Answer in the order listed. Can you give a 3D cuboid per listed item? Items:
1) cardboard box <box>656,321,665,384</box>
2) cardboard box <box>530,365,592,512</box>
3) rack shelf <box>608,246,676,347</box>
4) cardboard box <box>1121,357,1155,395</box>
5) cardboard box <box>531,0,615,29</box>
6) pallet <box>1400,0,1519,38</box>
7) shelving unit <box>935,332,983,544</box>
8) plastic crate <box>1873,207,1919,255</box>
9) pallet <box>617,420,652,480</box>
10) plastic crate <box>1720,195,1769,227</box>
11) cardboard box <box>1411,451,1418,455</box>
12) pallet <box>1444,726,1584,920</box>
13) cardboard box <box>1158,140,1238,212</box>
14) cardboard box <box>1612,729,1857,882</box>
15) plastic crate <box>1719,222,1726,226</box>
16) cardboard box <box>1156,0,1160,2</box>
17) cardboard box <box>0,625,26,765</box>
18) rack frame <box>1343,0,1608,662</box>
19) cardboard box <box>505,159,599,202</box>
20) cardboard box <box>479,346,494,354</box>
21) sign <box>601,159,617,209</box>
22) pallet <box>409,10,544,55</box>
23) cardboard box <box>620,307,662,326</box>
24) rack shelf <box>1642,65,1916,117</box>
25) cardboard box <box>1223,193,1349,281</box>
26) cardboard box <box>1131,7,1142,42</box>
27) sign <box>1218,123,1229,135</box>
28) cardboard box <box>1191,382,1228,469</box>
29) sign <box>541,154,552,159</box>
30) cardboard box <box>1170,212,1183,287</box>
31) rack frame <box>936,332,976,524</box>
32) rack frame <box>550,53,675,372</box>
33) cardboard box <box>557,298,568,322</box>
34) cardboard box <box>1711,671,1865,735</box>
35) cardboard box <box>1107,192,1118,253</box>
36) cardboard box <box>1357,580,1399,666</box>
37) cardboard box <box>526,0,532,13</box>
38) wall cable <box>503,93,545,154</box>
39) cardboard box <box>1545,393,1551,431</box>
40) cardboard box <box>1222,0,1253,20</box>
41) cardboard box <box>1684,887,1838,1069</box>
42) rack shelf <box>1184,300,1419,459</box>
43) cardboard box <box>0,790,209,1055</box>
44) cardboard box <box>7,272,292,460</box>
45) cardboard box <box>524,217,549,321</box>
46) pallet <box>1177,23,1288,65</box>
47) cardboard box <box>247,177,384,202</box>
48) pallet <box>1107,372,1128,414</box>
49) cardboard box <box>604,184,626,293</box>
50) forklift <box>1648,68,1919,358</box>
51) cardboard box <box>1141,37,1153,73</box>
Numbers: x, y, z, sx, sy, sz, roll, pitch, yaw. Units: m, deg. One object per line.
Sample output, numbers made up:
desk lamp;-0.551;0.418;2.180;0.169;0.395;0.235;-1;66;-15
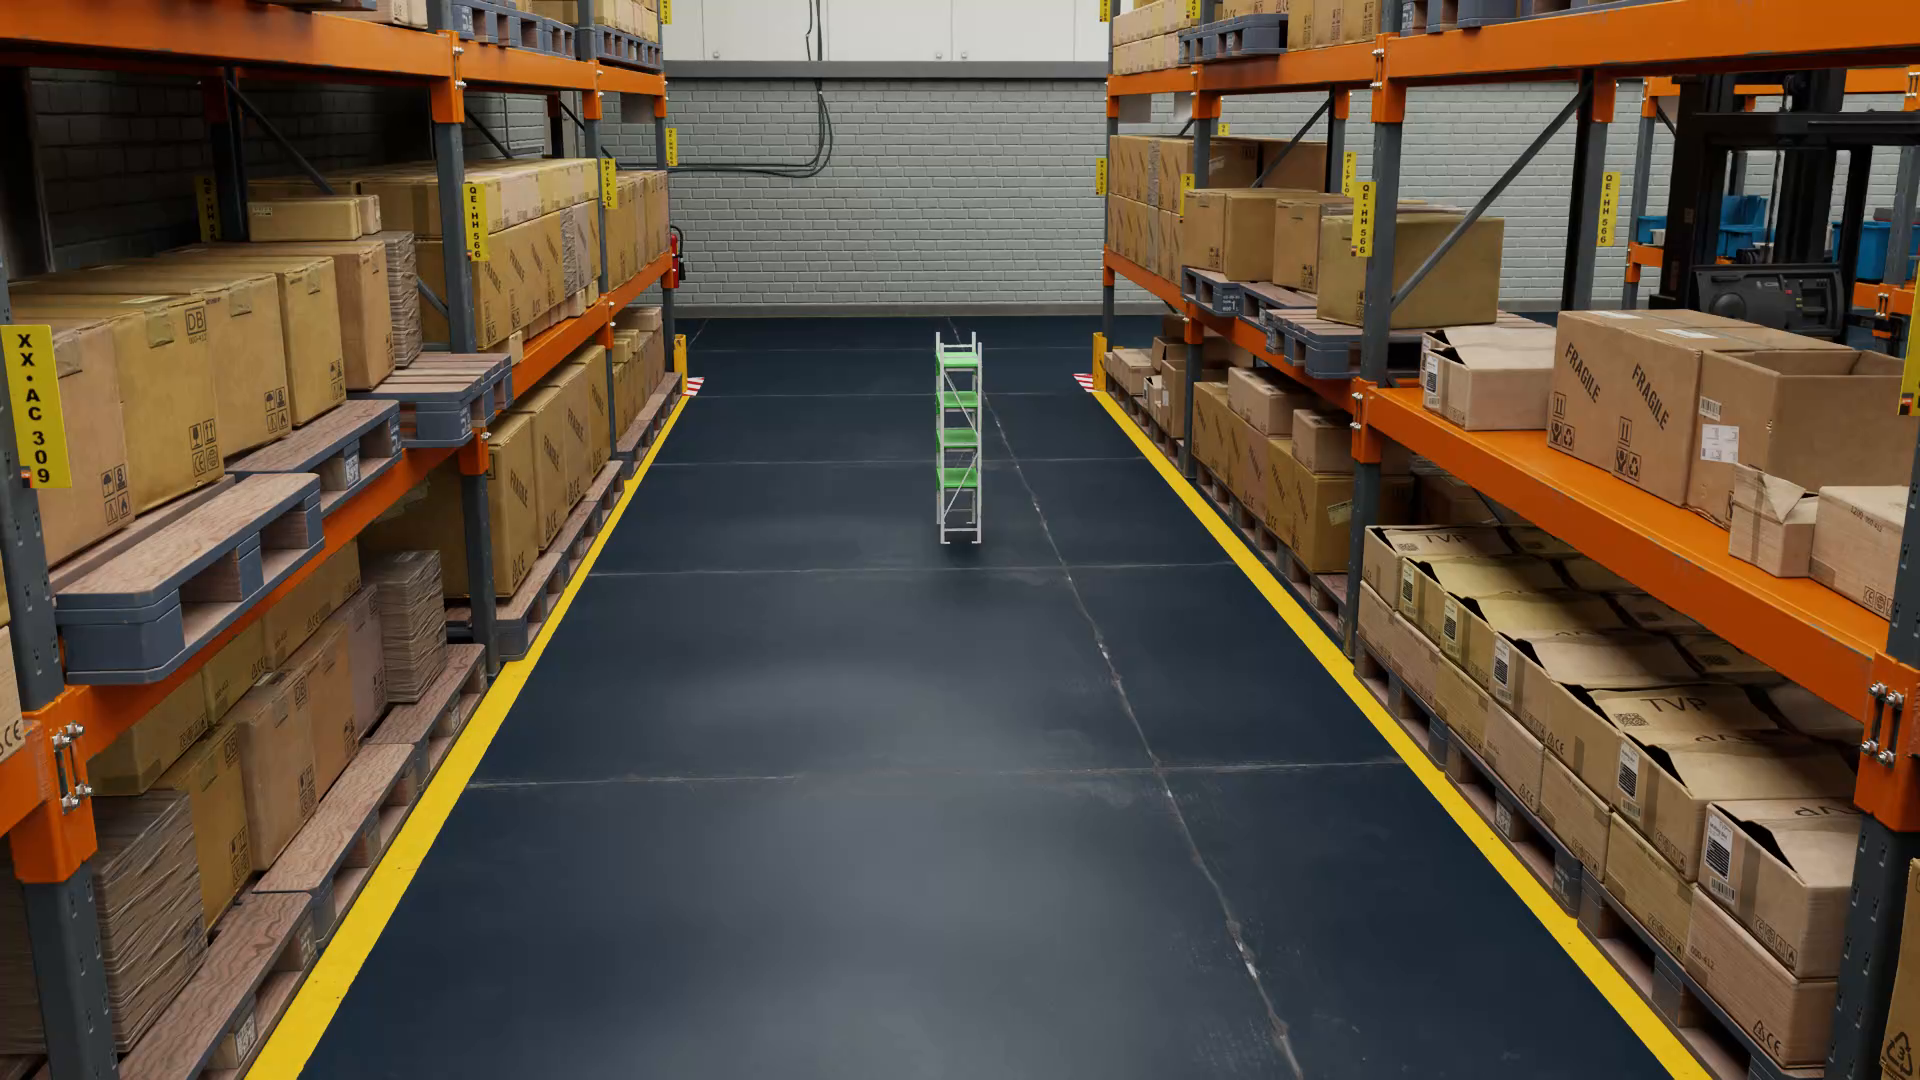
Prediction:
cardboard box;-2.970;-1.637;14.542;0.700;0.500;0.500;-1;14;-3
cardboard box;-2.637;-0.603;9.823;0.750;0.750;0.750;0;14;-2
rack shelf;-2.989;-1.971;13.110;1.077;0.370;4.000;-1;14;-3
cardboard box;1.643;-1.387;14.033;0.500;0.250;0.500;-1;14;-3
cardboard box;-2.645;-3.629;11.351;0.500;0.250;0.500;-1;14;-4
pallet;2.458;-2.098;6.520;1.213;0.211;1.003;0;14;-1
shelving unit;-0.010;-0.622;10.037;0.258;1.200;0.503;-1;14;-3
plastic crate;7.218;-2.261;12.544;0.402;0.464;0.583;-1;14;-3
pallet;-2.834;-0.662;12.174;1.003;0.211;1.213;-1;14;-3
plastic crate;6.982;-2.935;15.223;0.616;0.435;0.499;-1;14;-3
cardboard box;2.519;-0.279;9.226;0.500;0.500;0.500;-1;14;-4
pallet;2.411;0.954;5.894;1.003;0.211;1.213;-1;14;-3
cardboard box;1.754;-2.681;12.219;0.500;0.500;0.500;-1;14;-5
cardboard box;2.225;0.722;4.752;0.500;0.311;0.500;0;14;-2
plastic crate;6.502;-2.687;14.666;0.416;0.233;0.300;-1;14;-3
cardboard box;1.901;-4.378;12.793;0.700;0.500;0.500;-1;14;-3
cardboard box;-2.038;0.344;2.931;0.500;0.250;0.500;-1;14;-3
rack frame;2.326;-0.904;7.521;1.000;3.000;0.127;-1;14;-3
cardboard box;-2.581;-2.275;10.505;0.500;0.250;0.500;-1;14;-2
cardboard box;-2.414;-0.863;7.825;0.380;0.149;0.250;-1;14;-3
sign;-2.324;-2.355;10.994;0.100;0.325;0.005;-1;14;-3
pallet;-2.783;-2.626;8.570;1.003;0.211;1.213;0;14;-1
cardboard box;-2.780;-1.922;14.348;0.380;0.149;0.250;-1;14;-4
rack shelf;6.899;-3.576;13.330;1.077;0.370;4.000;-1;14;-3
cardboard box;1.991;-1.860;10.191;0.700;0.500;0.500;1;14;5
cardboard box;1.664;-4.136;13.358;0.500;0.250;0.500;-1;14;-3
sign;2.386;-3.611;15.084;0.100;0.325;0.005;-1;14;-3
cardboard box;1.865;-0.778;11.162;0.500;0.500;0.500;-2;15;-6
sign;-3.667;-3.267;14.808;0.100;0.325;0.005;-1;14;-3
cardboard box;1.792;-2.068;11.843;0.500;0.500;0.500;-1;14;-3
rack frame;-0.025;-0.683;10.273;0.240;1.200;0.015;-1;14;-3
rack frame;-3.113;-2.816;14.953;1.000;3.000;0.127;-1;14;-3
cardboard box;-2.528;-1.376;9.818;0.380;0.149;0.250;-1;14;-3
cardboard box;2.738;0.587;5.274;0.500;0.311;0.500;-1;14;-5
cardboard box;1.595;-2.828;14.797;0.500;0.500;0.500;-1;14;-2
cardboard box;2.066;0.359;7.288;0.500;0.250;0.500;-1;14;-4
cardboard box;-2.920;-3.315;9.789;0.700;0.500;0.500;-2;15;-6
wall cable;-4.137;-3.612;16.008;0.084;1.984;1.851;-1;14;-3
cardboard box;2.462;-0.466;6.323;0.380;0.149;0.250;0;14;1
cardboard box;2.036;-3.526;10.445;0.600;0.600;0.600;-2;15;-9
cardboard box;2.259;1.120;4.329;0.500;0.250;0.500;-1;14;-4
rack shelf;2.203;-1.053;9.544;1.077;0.370;4.000;-1;14;-3
cardboard box;-2.432;0.983;4.321;0.700;0.500;0.500;0;14;-2
cardboard box;-2.467;-0.523;4.956;0.700;0.500;0.500;1;14;4
cardboard box;-2.445;-1.408;8.640;0.500;0.500;0.500;-1;14;-4
pallet;2.049;-3.097;10.403;1.213;0.211;1.003;-1;14;-3
cardboard box;-2.904;-1.501;7.498;0.500;0.250;0.500;0;14;-2
pallet;1.886;-1.326;14.758;1.003;0.211;1.213;-1;14;-3
cardboard box;-2.883;-2.102;11.575;0.980;0.700;0.700;-1;14;-3
forklift;4.842;-1.424;9.679;1.130;2.935;3.031;-2;15;-8
cardboard box;1.697;-3.769;12.937;0.500;0.250;0.500;-1;14;-3
